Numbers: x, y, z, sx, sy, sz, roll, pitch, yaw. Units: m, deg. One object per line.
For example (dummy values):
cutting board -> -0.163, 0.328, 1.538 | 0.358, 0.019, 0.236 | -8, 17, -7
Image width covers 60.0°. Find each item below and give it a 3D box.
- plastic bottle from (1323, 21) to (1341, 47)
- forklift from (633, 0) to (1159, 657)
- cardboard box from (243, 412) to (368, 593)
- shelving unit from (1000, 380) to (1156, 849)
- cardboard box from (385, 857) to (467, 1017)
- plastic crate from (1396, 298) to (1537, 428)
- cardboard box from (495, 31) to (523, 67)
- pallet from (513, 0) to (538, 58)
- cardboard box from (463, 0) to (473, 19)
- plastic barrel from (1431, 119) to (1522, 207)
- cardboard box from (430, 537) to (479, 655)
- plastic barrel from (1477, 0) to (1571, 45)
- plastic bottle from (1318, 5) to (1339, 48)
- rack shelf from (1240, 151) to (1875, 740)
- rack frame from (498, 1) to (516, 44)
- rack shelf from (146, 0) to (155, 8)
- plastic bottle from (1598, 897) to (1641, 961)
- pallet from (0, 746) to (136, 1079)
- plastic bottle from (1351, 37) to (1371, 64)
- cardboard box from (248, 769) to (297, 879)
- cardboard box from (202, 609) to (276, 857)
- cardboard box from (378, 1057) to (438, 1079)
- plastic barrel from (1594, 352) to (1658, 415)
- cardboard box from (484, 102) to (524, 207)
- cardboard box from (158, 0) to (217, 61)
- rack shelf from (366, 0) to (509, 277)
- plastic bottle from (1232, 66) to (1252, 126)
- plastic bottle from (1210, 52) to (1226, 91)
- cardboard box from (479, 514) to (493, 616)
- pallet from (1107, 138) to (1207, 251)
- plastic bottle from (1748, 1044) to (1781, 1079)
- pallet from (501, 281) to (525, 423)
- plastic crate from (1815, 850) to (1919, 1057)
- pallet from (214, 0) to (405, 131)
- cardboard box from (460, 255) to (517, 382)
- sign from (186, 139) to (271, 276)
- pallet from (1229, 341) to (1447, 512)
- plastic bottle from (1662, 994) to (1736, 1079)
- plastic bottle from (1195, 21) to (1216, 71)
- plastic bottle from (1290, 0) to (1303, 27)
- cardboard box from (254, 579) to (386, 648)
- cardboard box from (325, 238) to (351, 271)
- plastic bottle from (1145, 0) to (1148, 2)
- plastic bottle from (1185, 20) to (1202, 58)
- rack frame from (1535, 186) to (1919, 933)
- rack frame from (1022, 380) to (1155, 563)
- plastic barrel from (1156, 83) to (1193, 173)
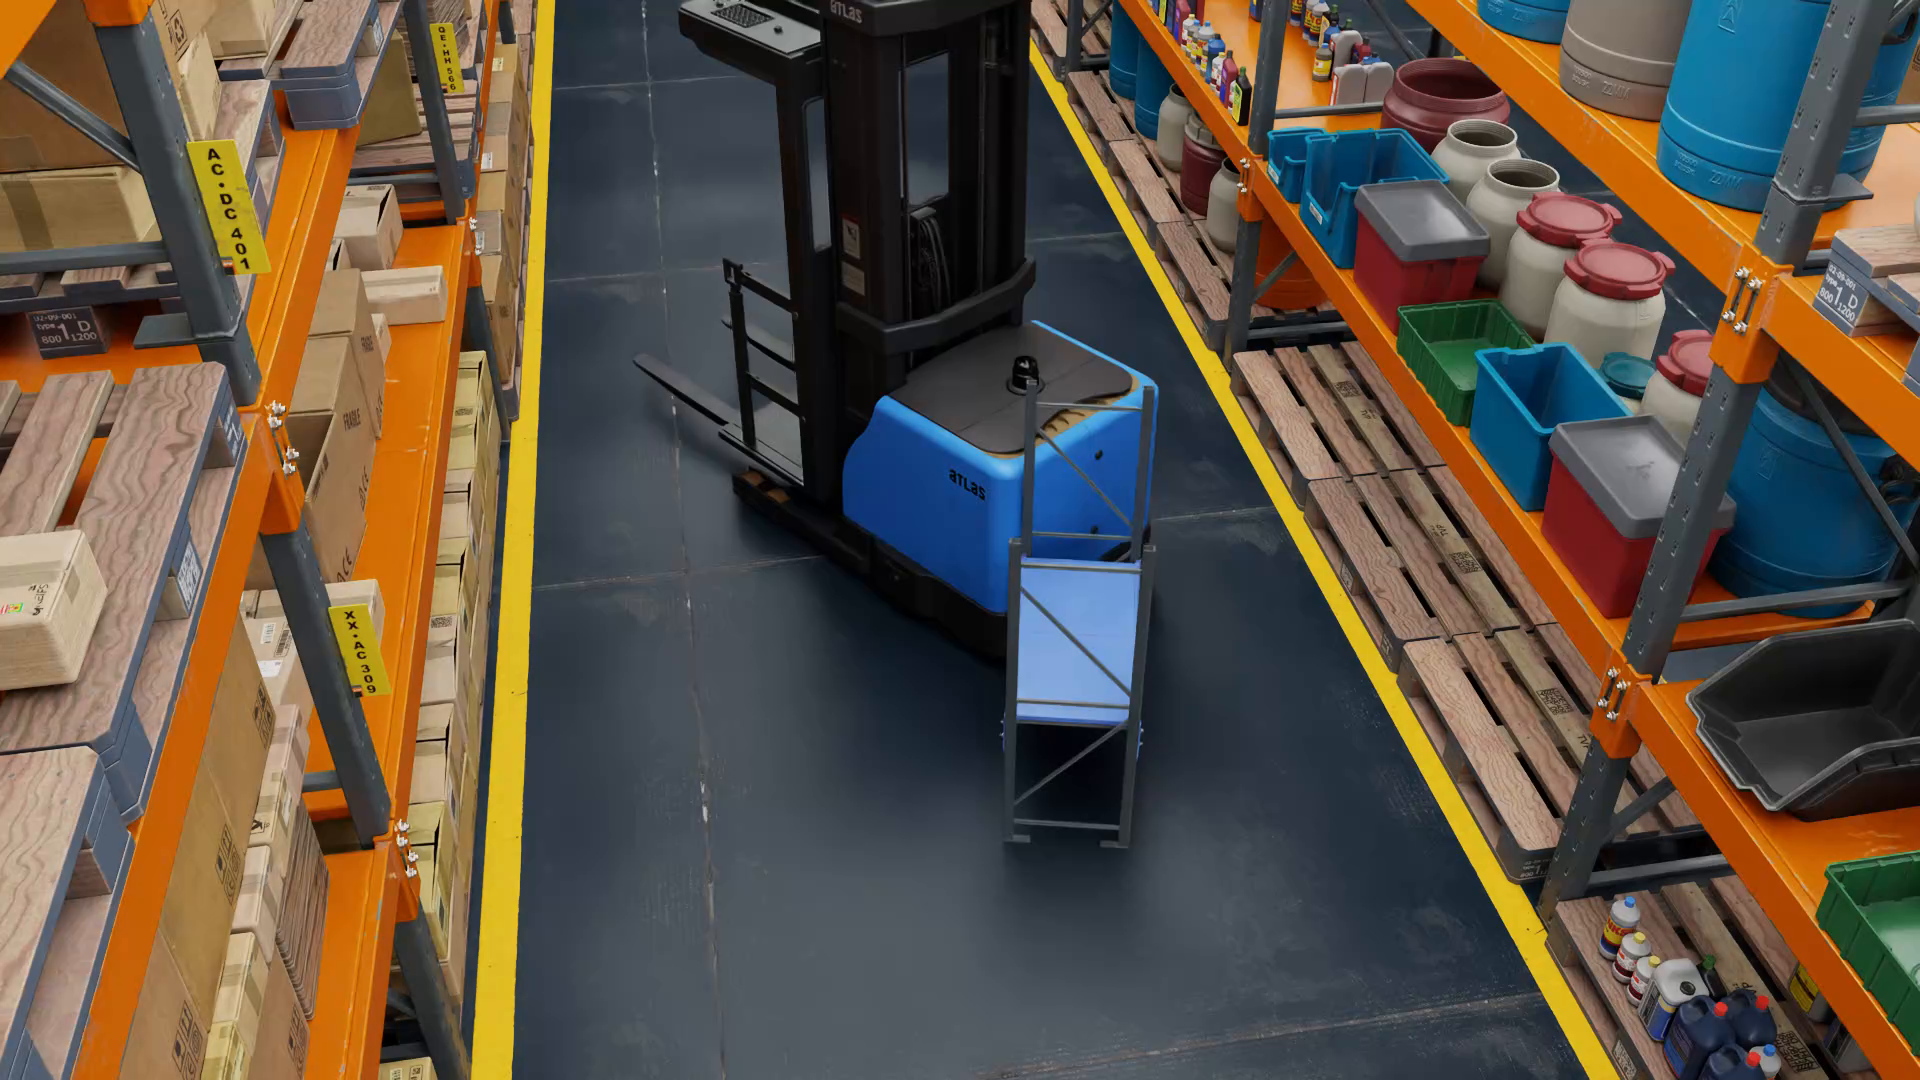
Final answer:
plastic bottle -> 2.101, -2.799, 9.413 | 0.097, 0.271, 0.097 | 0, 38, 0
forklift -> -0.494, -1.447, 7.624 | 1.130, 2.935, 3.031 | -31, 47, -33
cardboard box -> -2.394, -0.085, 5.732 | 0.500, 0.500, 0.500 | -4, 38, -5
shelving unit -> 0.464, 0.297, 6.545 | 0.538, 1.500, 1.048 | 3, 38, 4
cardboard box -> -2.010, 1.388, 5.817 | 0.500, 0.250, 0.500 | -7, 38, -9
plastic crate -> 2.111, -0.730, 6.817 | 0.450, 0.188, 0.662 | -6, 38, -8
cardboard box -> -3.446, -3.482, 12.020 | 0.500, 0.311, 0.500 | -6, 38, -8
pallet -> -3.923, -4.145, 13.314 | 1.003, 0.211, 1.213 | -6, 38, -8
cardboard box -> -3.215, -3.238, 9.449 | 0.700, 0.500, 0.500 | -16, 41, -19
plastic barrel -> 2.383, -1.654, 7.742 | 0.421, 0.512, 0.421 | 0, 38, 0
cardboard box -> -2.281, 0.232, 6.848 | 0.500, 0.311, 0.500 | -5, 38, -7
plastic barrel -> 2.162, -2.248, 5.745 | 0.600, 0.901, 0.708 | -6, 38, -8
plastic bottle -> 2.135, -2.963, 9.614 | 0.061, 0.283, 0.133 | -6, 38, -8
rack shelf -> 2.343, -0.716, 7.213 | 1.077, 0.370, 4.000 | -6, 38, -8
rack frame -> -3.586, -4.093, 10.974 | 1.000, 3.000, 0.127 | -6, 38, -8
rack shelf -> -2.534, -2.396, 4.812 | 1.077, 0.370, 4.000 | -6, 38, -8
plastic bottle -> 2.318, 1.351, 5.831 | 0.097, 0.271, 0.097 | 0, 38, 0
pallet -> -1.798, 0.837, 2.255 | 1.003, 0.211, 1.213 | -6, 38, -8
plastic bottle -> 2.222, -2.661, 9.226 | 0.061, 0.283, 0.133 | -6, 38, -8
cardboard box -> -1.883, 0.734, 4.150 | 0.380, 0.149, 0.250 | -7, 38, -9
cardboard box -> -2.099, 0.454, 3.981 | 0.700, 0.500, 0.500 | -6, 38, -8
cardboard box -> -1.887, 1.915, 5.139 | 0.500, 0.250, 0.500 | -6, 38, -8
plastic barrel -> 2.613, -0.553, 6.530 | 0.301, 0.262, 0.301 | 0, 38, 0
cardboard box -> -3.051, -2.410, 10.486 | 0.500, 0.500, 0.500 | -6, 38, -7
cardboard box -> -2.375, -1.567, 4.446 | 0.500, 0.500, 0.500 | -3, 38, -4
rack shelf -> -3.235, -2.601, 9.640 | 1.077, 0.370, 4.000 | -6, 38, -8
plastic bottle -> 1.502, -2.360, 8.838 | 0.061, 0.283, 0.133 | -6, 38, -8
plastic bottle -> 1.442, -2.598, 9.211 | 0.097, 0.201, 0.097 | 0, 38, 0
cardboard box -> -2.373, 0.149, 7.412 | 0.500, 0.250, 0.500 | -5, 38, -7
pallet -> 1.603, -2.314, 10.956 | 1.003, 0.211, 1.213 | -6, 38, -8
plastic bottle -> 2.571, 1.719, 5.358 | 0.097, 0.271, 0.097 | 0, 38, 0
pallet -> -2.978, -1.031, 9.305 | 1.003, 0.211, 1.213 | -6, 38, -8
plastic crate -> 2.654, 1.142, 4.408 | 0.450, 0.188, 0.662 | -6, 38, -8
pallet -> -2.479, -1.712, 5.617 | 1.003, 0.211, 1.213 | -5, 38, -6
cardboard box -> -2.683, -1.170, 8.889 | 0.500, 0.500, 0.500 | -5, 38, -6
sign -> -1.637, -0.742, 3.729 | 0.100, 0.325, 0.005 | -6, 38, -8
pallet -> 2.090, -0.635, 8.795 | 1.003, 0.211, 1.213 | -6, 38, -8
plastic bottle -> 2.427, 1.613, 5.430 | 0.144, 0.351, 0.185 | -5, 38, -7
plastic bottle -> 1.391, -2.802, 9.416 | 0.097, 0.271, 0.097 | 0, 38, 0
plastic bottle -> 2.039, -3.224, 9.959 | 0.097, 0.271, 0.097 | 0, 38, 0
cardboard box -> -2.137, 0.281, 5.548 | 0.380, 0.149, 0.250 | -6, 38, -8
cardboard box -> -2.918, -1.081, 7.169 | 0.500, 0.311, 0.500 | -7, 38, -8
plastic bottle -> 1.194, -3.480, 10.290 | 0.097, 0.271, 0.097 | 0, 38, 0
plastic bottle -> 1.357, -2.892, 9.589 | 0.097, 0.201, 0.097 | 0, 38, 0
rack frame -> 2.694, 0.208, 5.437 | 1.000, 3.000, 0.127 | -6, 38, -8
rack frame -> 0.509, -0.013, 6.944 | 0.500, 1.500, 0.032 | 3, 38, 4
plastic barrel -> 1.505, -2.699, 10.864 | 0.421, 0.512, 0.421 | 0, 38, 0
